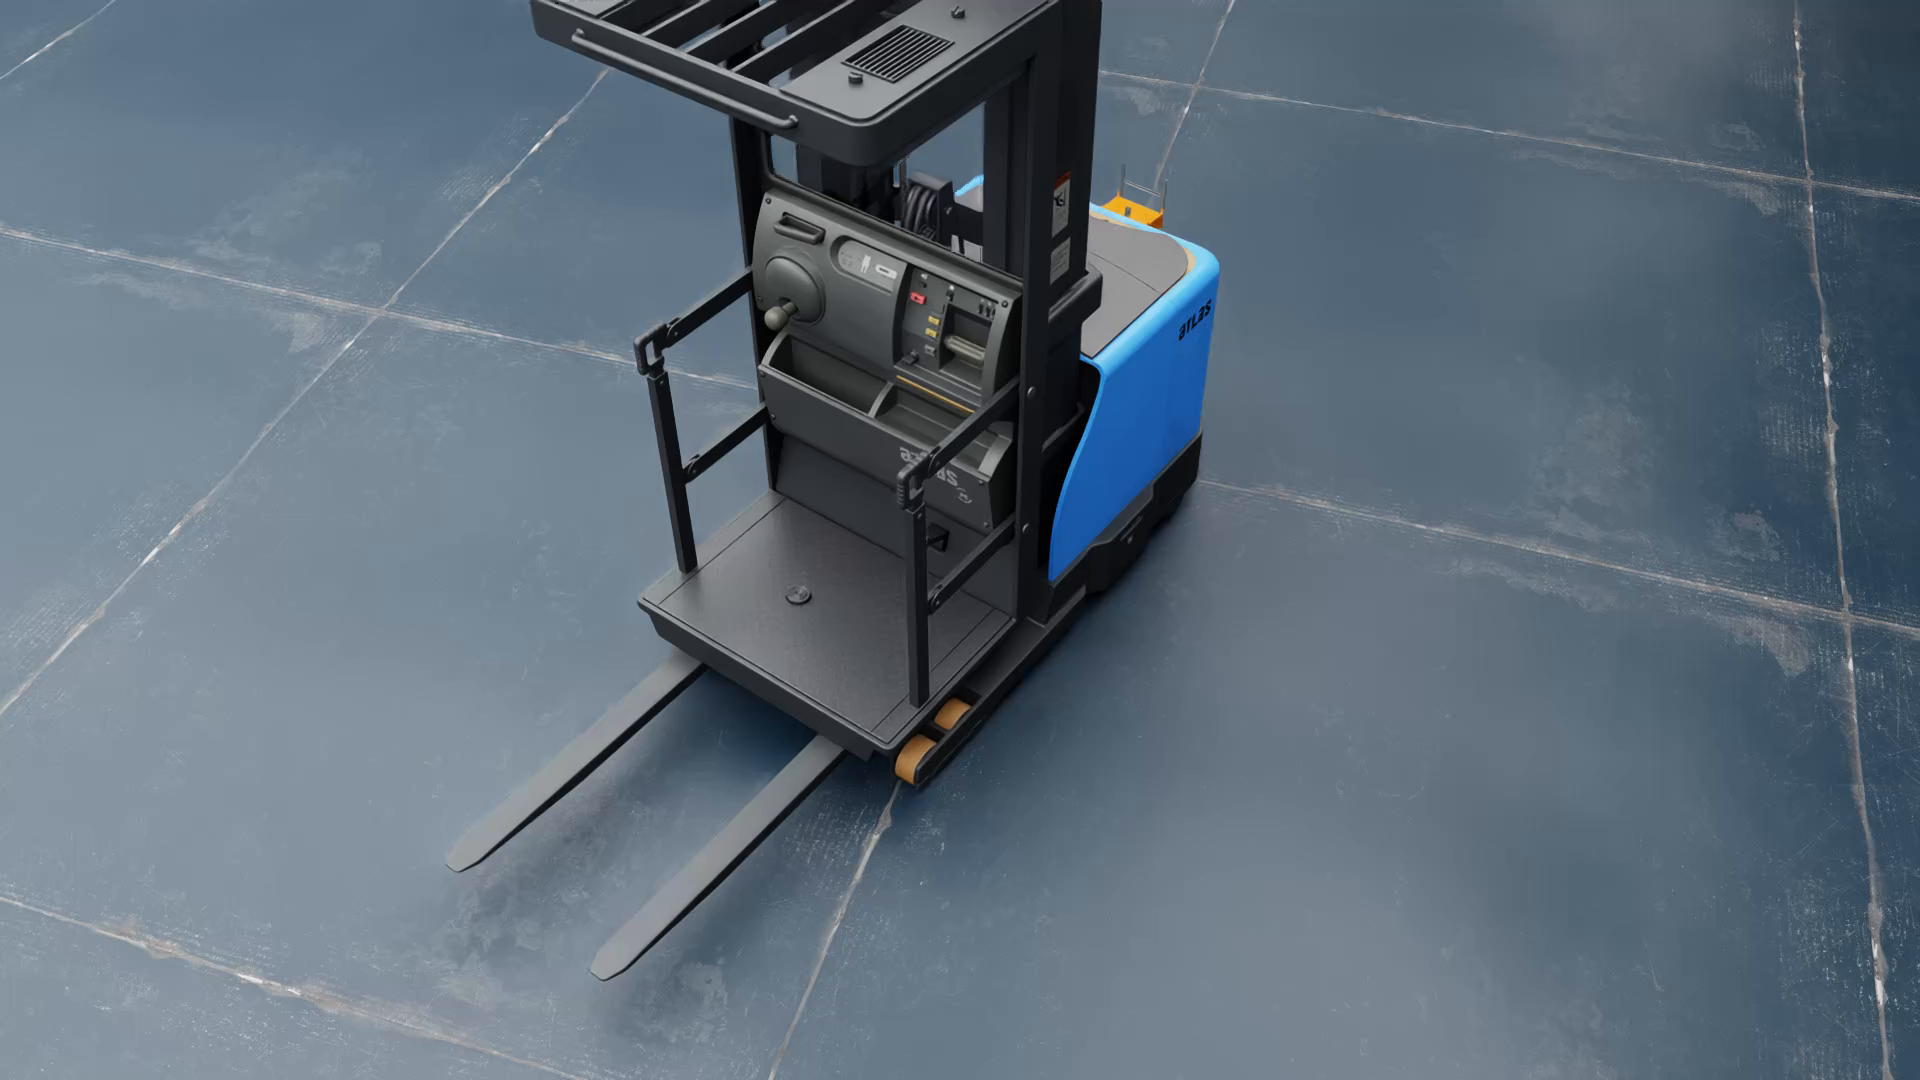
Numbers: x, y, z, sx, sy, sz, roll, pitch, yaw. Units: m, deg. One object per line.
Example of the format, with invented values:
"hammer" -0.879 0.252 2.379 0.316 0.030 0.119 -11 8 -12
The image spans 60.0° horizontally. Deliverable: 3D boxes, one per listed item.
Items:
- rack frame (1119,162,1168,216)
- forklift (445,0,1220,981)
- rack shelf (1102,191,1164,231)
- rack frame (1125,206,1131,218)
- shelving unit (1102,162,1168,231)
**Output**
"rack frame" 0.672 -0.980 6.500 0.200 1.050 0.008 29 50 26
"forklift" -0.367 -0.639 4.808 1.130 2.935 3.031 27 51 25
"rack shelf" 0.602 -1.114 6.242 0.215 0.259 0.240 29 50 26
"rack frame" 0.523 -0.850 6.358 0.200 1.050 0.008 29 50 26
"shelving unit" 0.597 -0.915 6.429 0.215 1.050 0.252 29 50 26
